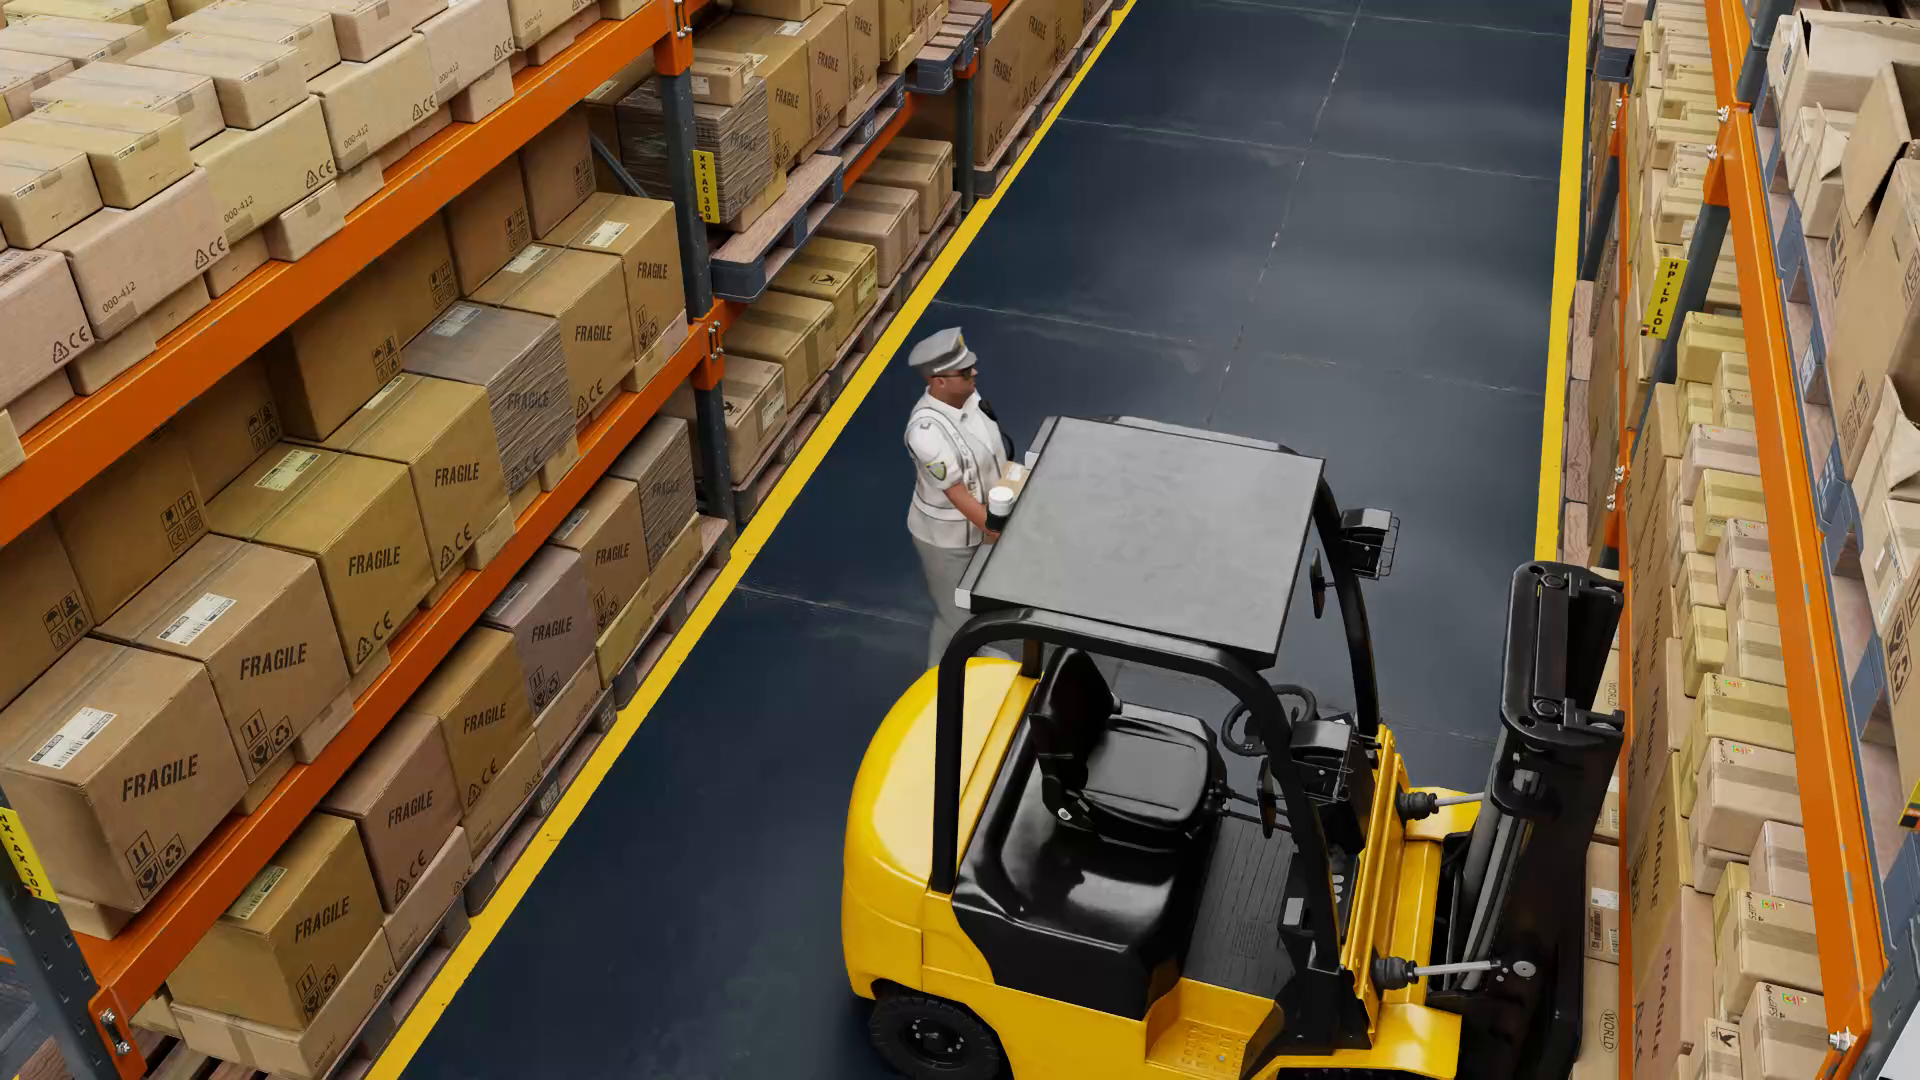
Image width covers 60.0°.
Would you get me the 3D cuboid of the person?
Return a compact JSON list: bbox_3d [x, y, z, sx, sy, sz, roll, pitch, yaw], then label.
[{"bbox_3d":[0.073,-0.073,6.967,0.573,1.768,0.494,11,38,14],"label":"person"}]
